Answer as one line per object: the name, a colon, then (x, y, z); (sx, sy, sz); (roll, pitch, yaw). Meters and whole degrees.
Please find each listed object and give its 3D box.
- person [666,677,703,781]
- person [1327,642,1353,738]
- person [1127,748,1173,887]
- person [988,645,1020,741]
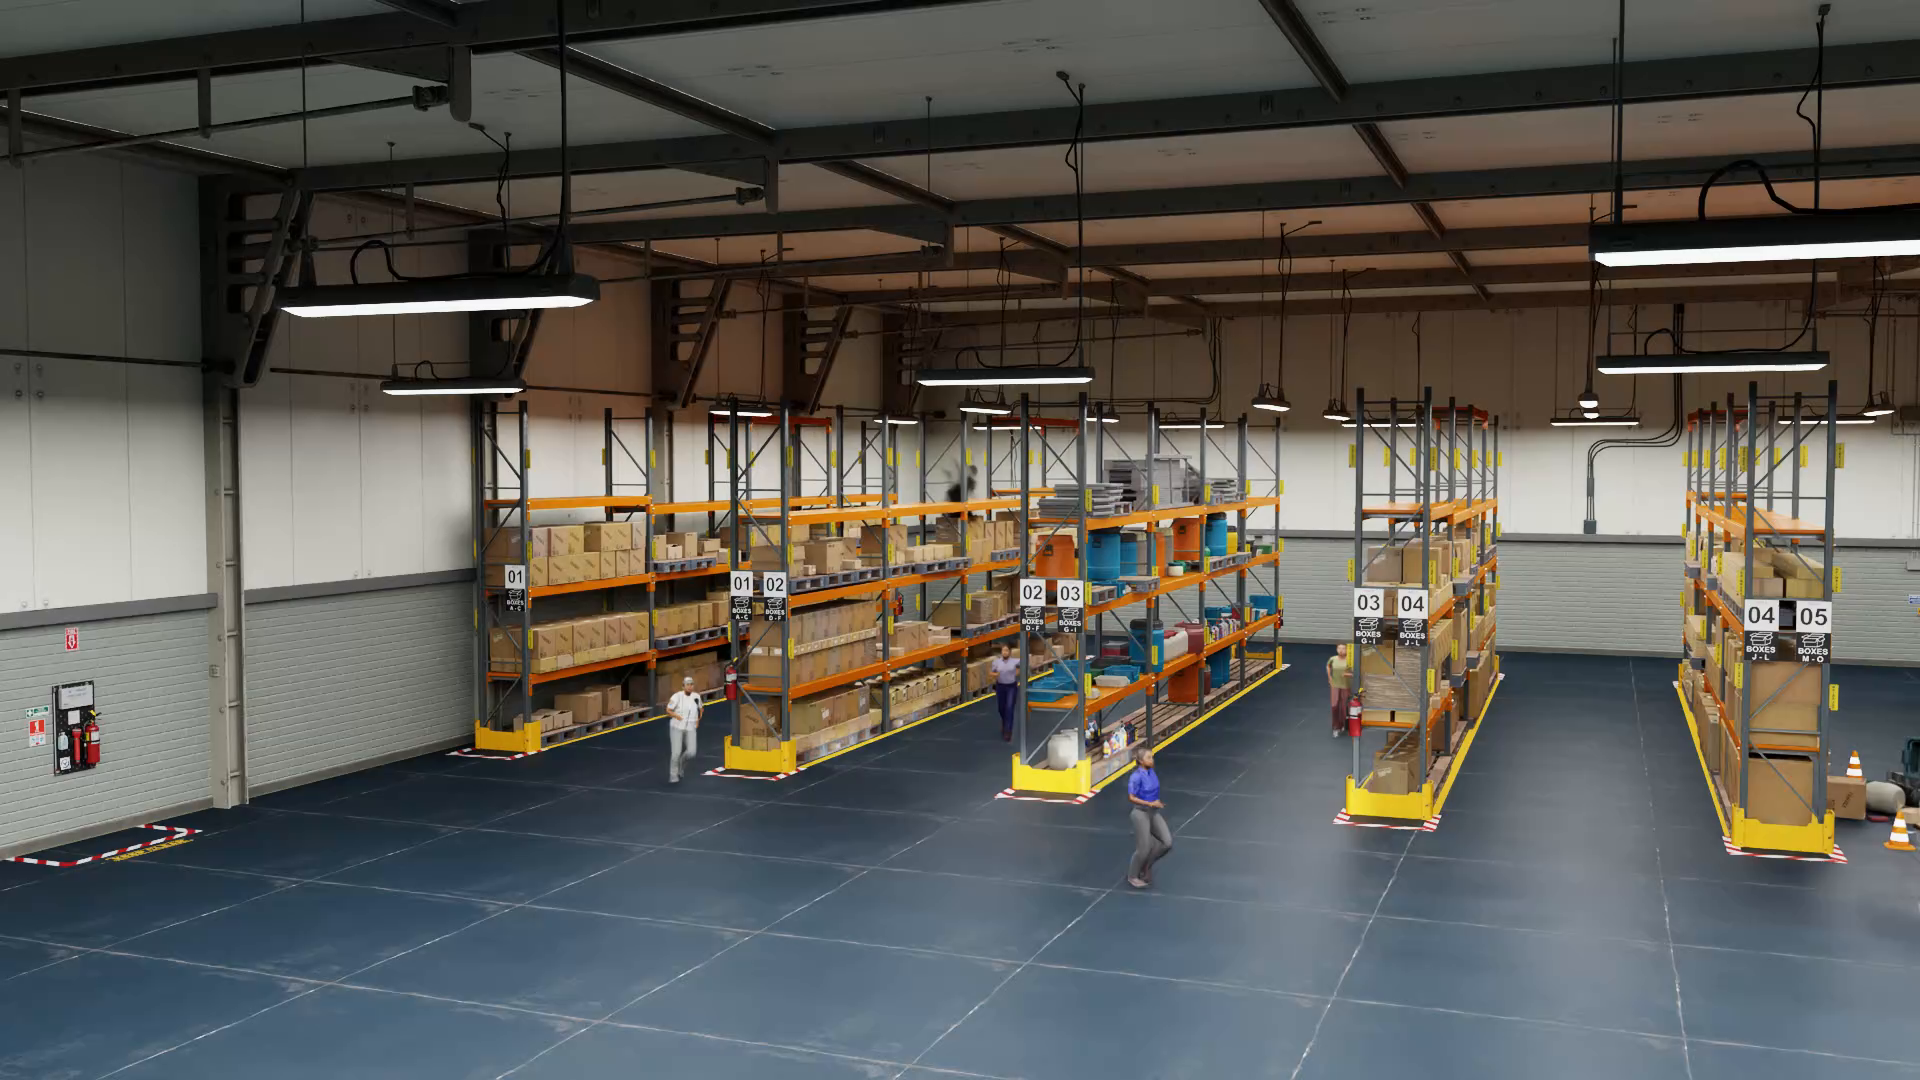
person: (-4.246, 2.938, 25.845); (0.620, 1.611, 0.548); (-1, 3, -23)
person: (6.913, 2.714, 30.151); (0.567, 1.720, 0.662); (1, 3, 20)
person: (2.195, 3.236, 19.352); (0.576, 1.626, 0.630); (3, 4, 43)
person: (0.829, 2.716, 29.860); (0.624, 1.663, 0.858); (1, 3, 12)
